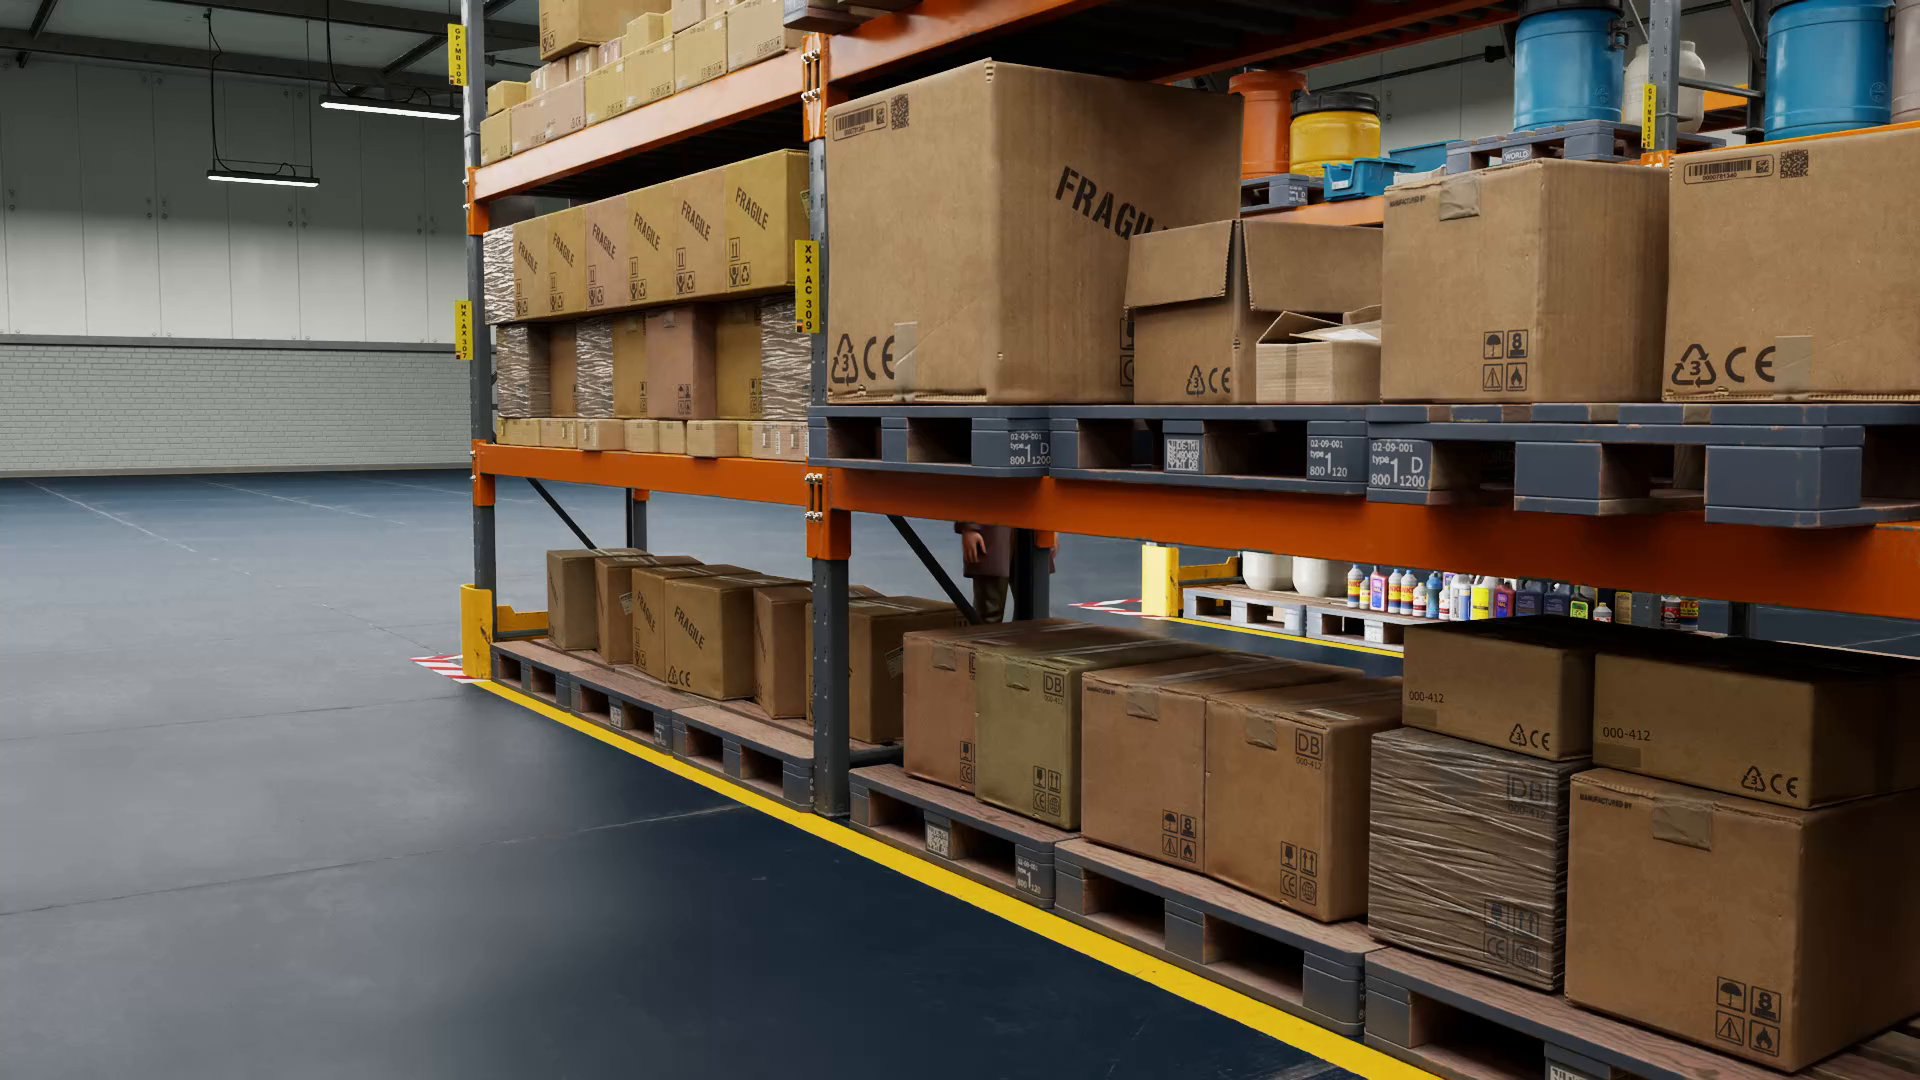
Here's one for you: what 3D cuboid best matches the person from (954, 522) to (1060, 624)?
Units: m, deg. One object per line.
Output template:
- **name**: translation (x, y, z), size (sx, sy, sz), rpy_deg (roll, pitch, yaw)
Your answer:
- **person**: translation (0.248, -0.035, 8.216), size (0.642, 1.772, 0.428), rpy_deg (-3, 6, -35)
